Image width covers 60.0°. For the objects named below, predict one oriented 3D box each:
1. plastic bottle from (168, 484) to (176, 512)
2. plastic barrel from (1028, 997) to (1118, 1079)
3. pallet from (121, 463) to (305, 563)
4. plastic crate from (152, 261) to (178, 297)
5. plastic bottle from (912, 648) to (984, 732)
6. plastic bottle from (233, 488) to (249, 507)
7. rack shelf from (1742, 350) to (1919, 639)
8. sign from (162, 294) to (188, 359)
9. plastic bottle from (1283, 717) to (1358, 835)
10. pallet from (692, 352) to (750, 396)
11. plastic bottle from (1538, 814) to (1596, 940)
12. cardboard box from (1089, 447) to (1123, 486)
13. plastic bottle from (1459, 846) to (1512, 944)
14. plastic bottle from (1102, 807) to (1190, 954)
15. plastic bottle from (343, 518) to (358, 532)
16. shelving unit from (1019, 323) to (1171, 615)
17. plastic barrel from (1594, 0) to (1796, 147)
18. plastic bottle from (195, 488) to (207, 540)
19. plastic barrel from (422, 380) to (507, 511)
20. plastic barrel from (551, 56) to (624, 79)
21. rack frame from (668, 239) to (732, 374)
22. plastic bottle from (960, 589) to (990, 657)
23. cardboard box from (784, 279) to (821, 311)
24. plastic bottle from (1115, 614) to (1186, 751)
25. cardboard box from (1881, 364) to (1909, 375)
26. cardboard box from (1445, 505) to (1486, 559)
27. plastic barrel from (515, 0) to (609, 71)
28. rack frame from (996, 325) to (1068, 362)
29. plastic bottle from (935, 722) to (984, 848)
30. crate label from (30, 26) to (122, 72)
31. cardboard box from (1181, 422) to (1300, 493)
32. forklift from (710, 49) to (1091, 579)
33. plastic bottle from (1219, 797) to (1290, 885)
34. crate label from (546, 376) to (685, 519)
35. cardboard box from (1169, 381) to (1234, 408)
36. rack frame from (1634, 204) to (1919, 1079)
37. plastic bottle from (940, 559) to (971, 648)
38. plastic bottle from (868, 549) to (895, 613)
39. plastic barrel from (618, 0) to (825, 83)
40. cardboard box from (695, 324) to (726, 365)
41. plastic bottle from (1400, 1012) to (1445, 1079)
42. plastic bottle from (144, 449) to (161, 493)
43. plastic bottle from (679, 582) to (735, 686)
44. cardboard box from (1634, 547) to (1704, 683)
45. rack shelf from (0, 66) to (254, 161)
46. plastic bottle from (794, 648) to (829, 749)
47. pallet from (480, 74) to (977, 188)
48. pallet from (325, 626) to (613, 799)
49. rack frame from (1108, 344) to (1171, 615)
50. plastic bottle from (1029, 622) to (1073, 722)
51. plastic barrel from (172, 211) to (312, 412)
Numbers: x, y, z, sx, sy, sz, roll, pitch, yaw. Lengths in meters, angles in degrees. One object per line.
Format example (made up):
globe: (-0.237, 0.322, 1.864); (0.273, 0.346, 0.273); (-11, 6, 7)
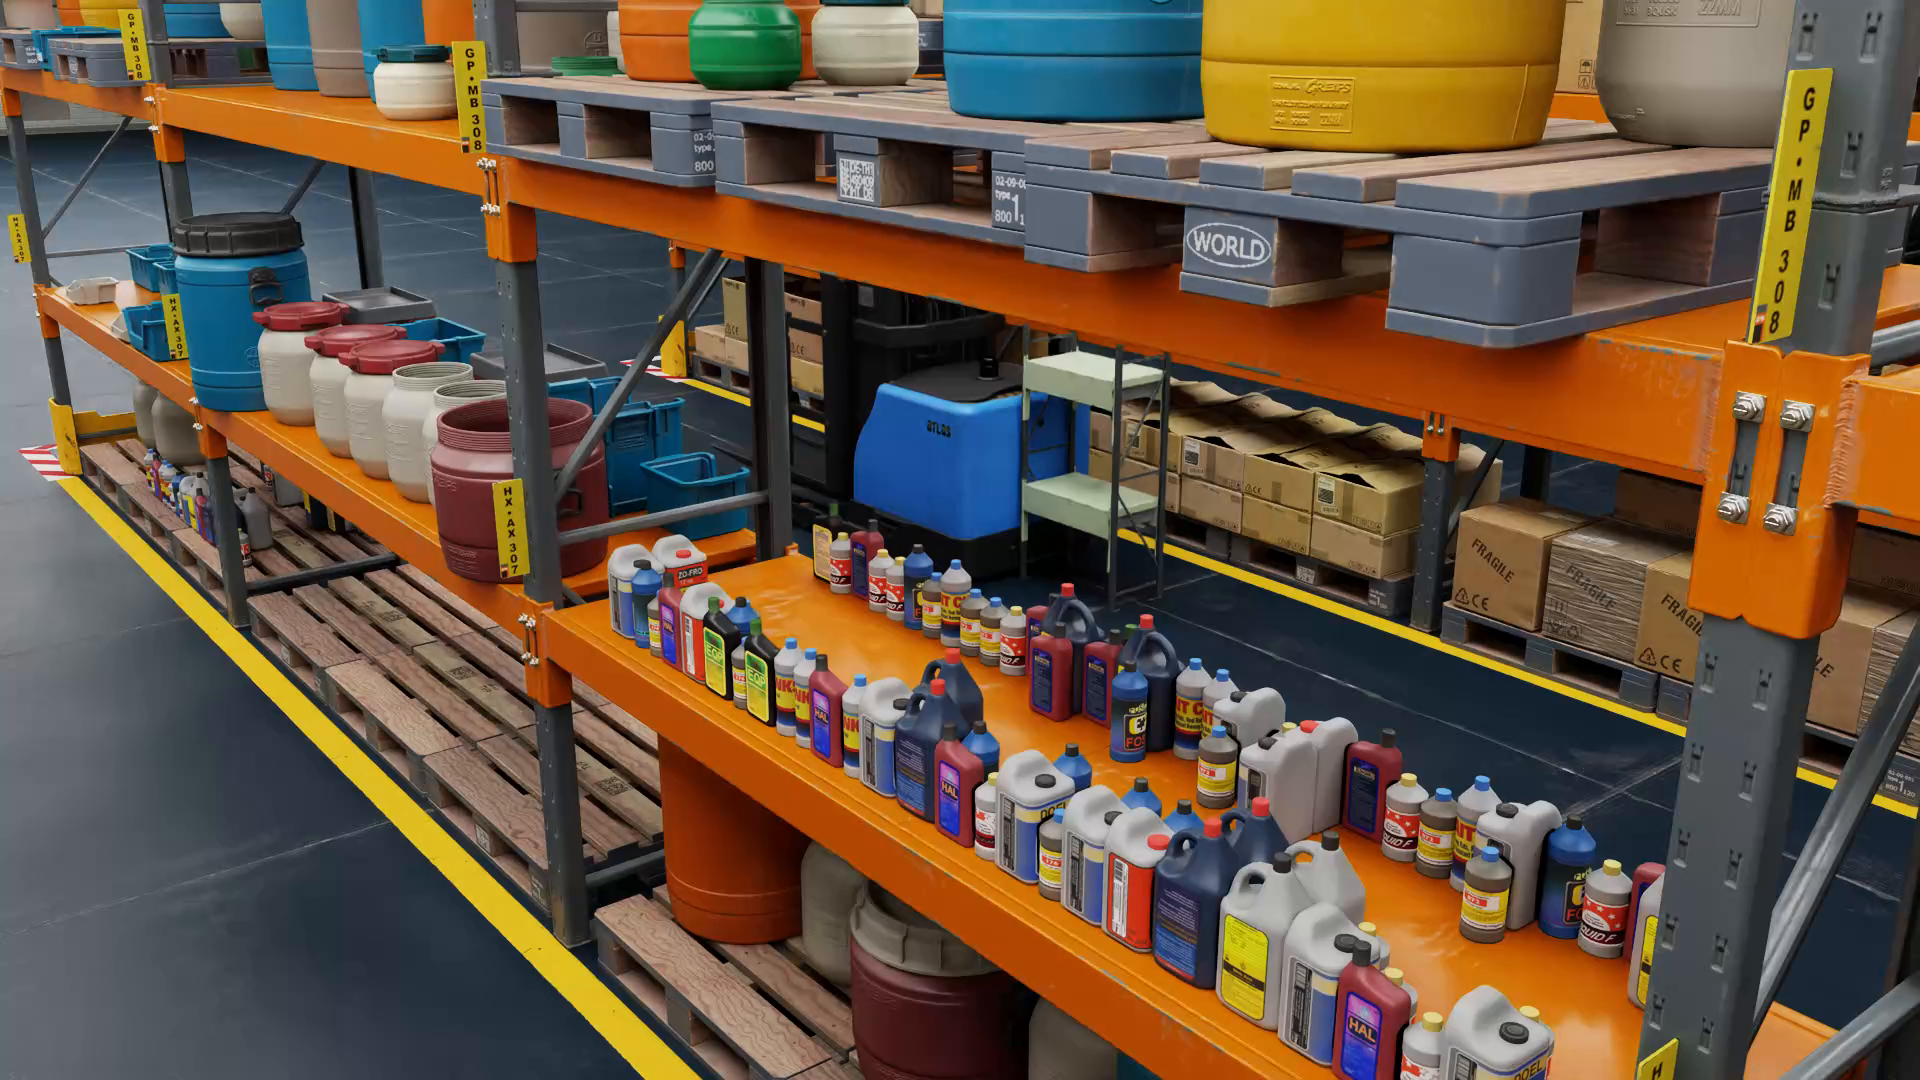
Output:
plastic bottle: (-4.790, -0.279, 10.184); (0.097, 0.201, 0.097); (0, 18, 0)
plastic barrel: (0.398, 1.431, 4.560); (0.421, 0.512, 0.421); (0, 18, 0)
pallet: (-4.670, -0.205, 10.644); (1.003, 0.211, 1.213); (-14, 23, -36)
plastic crate: (-5.064, -1.743, 11.091); (0.499, 0.251, 0.408); (-14, 23, -36)
plastic bottle: (-0.033, 0.444, 4.328); (0.144, 0.351, 0.185); (-14, 23, -36)
plastic bottle: (-4.169, -0.155, 9.690); (0.152, 0.276, 0.135); (-14, 23, -36)
rack shelf: (2.685, 0.328, 0.973); (1.077, 0.370, 4.000); (-14, 23, -36)
sign: (-3.962, -1.081, 8.414); (0.100, 0.325, 0.005); (-14, 23, -36)
plastic bottle: (0.879, 0.560, 4.097); (0.152, 0.276, 0.135); (-14, 23, -36)
pallet: (-1.615, -1.501, 14.561); (1.003, 0.211, 1.213); (-14, 23, -36)
plastic bottle: (1.320, 0.723, 3.611); (0.097, 0.271, 0.097); (0, 18, 0)
cardboard box: (1.057, -0.513, 10.845); (0.500, 0.250, 0.500); (-15, 23, -38)
plastic bottle: (1.141, 0.762, 3.605); (0.097, 0.201, 0.097); (0, 18, 0)
plastic bottle: (0.405, 0.728, 3.589); (0.152, 0.276, 0.135); (-14, 23, -36)
plastic bottle: (-3.601, -0.208, 9.852); (0.152, 0.276, 0.135); (-13, 22, -34)
shelving unit: (0.740, -0.433, 9.283); (0.431, 1.500, 0.755); (-15, 23, -37)
plastic barrel: (1.312, -0.949, 2.800); (0.433, 0.535, 0.433); (0, 18, 0)
plastic bottle: (-4.403, -0.155, 9.680); (0.061, 0.283, 0.133); (-12, 22, -33)
plastic barrel: (-1.847, -0.333, 6.419); (0.421, 0.512, 0.421); (0, 18, 0)
plastic barrel: (-1.234, -1.469, 5.503); (0.294, 0.245, 0.294); (0, 18, 0)
rack frame: (-2.123, -3.005, 14.667); (1.000, 3.000, 0.127); (-14, 23, -36)
plastic bottle: (0.048, 0.251, 5.148); (0.097, 0.201, 0.097); (0, 18, 0)
cardboard box: (-1.332, -1.836, 13.649); (0.500, 0.500, 0.500); (-14, 23, -36)
plastic bottle: (0.518, 0.379, 4.524); (0.144, 0.351, 0.185); (-14, 23, -36)
cardboard box: (4.183, -0.719, 6.933); (0.500, 0.500, 0.700); (13, 23, 35)
cardboard box: (2.749, -0.114, 9.642); (0.500, 0.250, 0.500); (-14, 23, -36)
plastic barrel: (-1.381, -1.975, 5.985); (0.600, 0.901, 0.600); (0, 18, 0)
rack frame: (0.361, -2.020, 11.690); (1.000, 3.000, 0.127); (-14, 23, -36)
plastic bottle: (-0.002, 0.586, 4.006); (0.061, 0.283, 0.133); (-14, 23, -36)
crate label: (-5.105, -2.867, 9.714); (0.502, 0.251, 0.408); (-14, 23, -36)
cardboard box: (1.687, -0.527, 9.996); (0.500, 0.311, 0.500); (-14, 23, -36)
forklift: (-0.540, -1.556, 10.398); (1.130, 2.935, 3.031); (-15, 23, -37)
plastic bottle: (0.614, 0.705, 3.541); (0.144, 0.351, 0.185); (-14, 23, -36)
crate label: (-1.446, -0.383, 6.690); (0.502, 0.435, 0.616); (-14, 23, -36)
cardboard box: (1.473, -0.886, 11.079); (0.500, 0.311, 0.500); (-14, 23, -36)
rack frame: (1.443, 0.917, 2.820); (1.000, 3.000, 0.127); (-14, 23, -36)
plastic bottle: (-0.013, 0.194, 5.209); (0.097, 0.271, 0.097); (0, 18, 0)
plastic bottle: (-0.255, 0.131, 5.510); (0.097, 0.201, 0.097); (0, 18, 0)
plastic barrel: (-0.691, -1.755, 4.767); (0.600, 0.830, 0.708); (-14, 23, -36)
cardboard box: (-1.964, -1.724, 14.503); (0.500, 0.250, 0.500); (-14, 23, -36)
plastic bottle: (0.851, 0.955, 3.024); (0.097, 0.201, 0.097); (0, 18, 0)
plastic bottle: (-5.126, -0.446, 10.577); (0.097, 0.271, 0.097); (0, 18, 0)
plastic bottle: (-0.738, 0.274, 4.959); (0.152, 0.276, 0.135); (-14, 23, -36)
cardboard box: (3.540, 0.364, 7.767); (0.500, 0.500, 0.500); (-14, 23, -37)
rack shelf: (-4.766, -2.629, 9.903); (1.077, 0.370, 4.000); (-14, 23, -36)
plastic bottle: (-0.401, 0.424, 4.514); (0.097, 0.271, 0.097); (0, 18, 0)
pallet: (-0.643, -1.195, 4.728); (1.003, 0.211, 1.213); (-14, 23, -36)
pallet: (-2.245, 0.757, 7.742); (1.003, 0.211, 1.213); (-14, 23, -36)
rack frame: (0.973, -0.344, 9.015); (0.400, 1.500, 0.023); (-15, 23, -37)
plastic bottle: (0.256, 0.359, 4.692); (0.061, 0.283, 0.133); (-14, 23, -36)
plastic barrel: (-3.522, -1.137, 8.228); (0.600, 0.901, 0.708); (-14, 23, -36)
